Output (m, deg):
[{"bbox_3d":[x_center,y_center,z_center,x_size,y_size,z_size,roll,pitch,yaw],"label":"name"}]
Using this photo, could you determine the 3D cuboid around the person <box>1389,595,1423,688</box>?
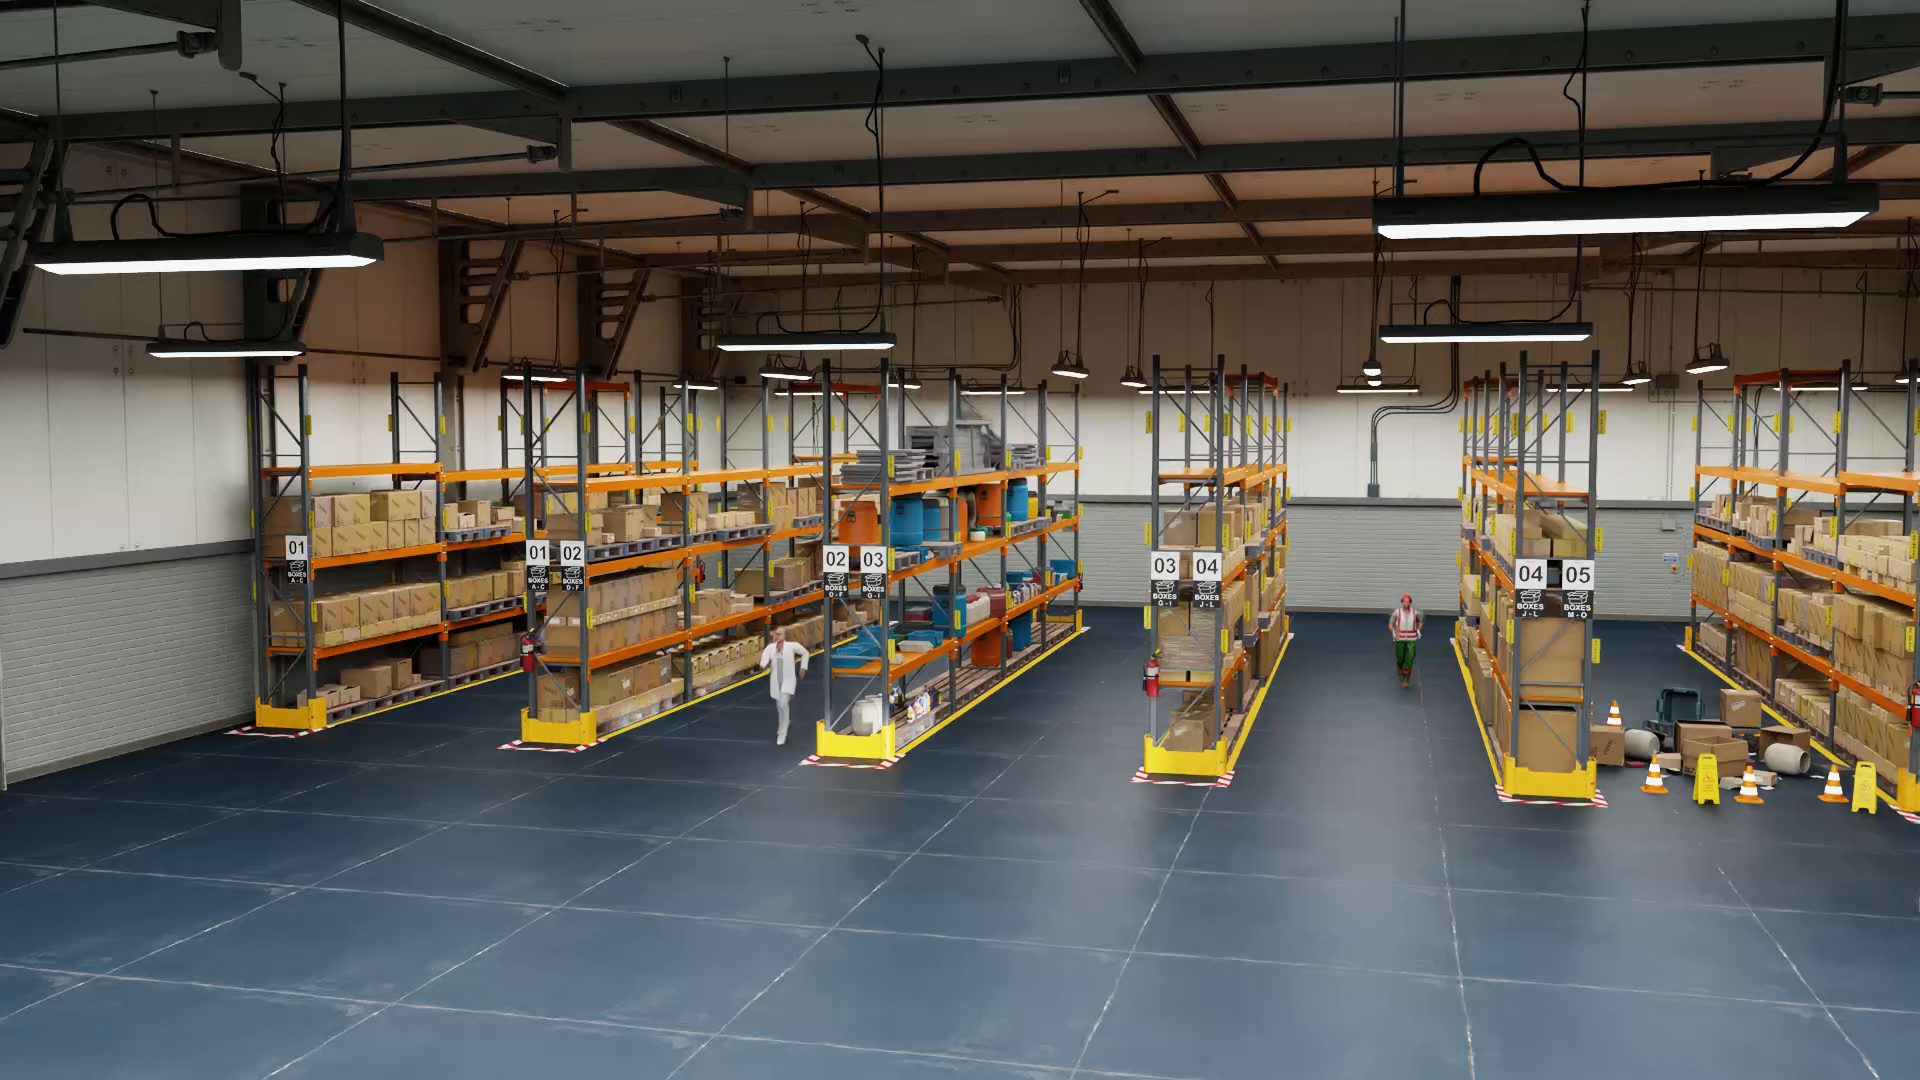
[{"bbox_3d":[8.574,1.923,31.941,0.653,1.758,0.818,1,4,10],"label":"person"}]

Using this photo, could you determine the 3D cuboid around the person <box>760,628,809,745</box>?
[{"bbox_3d":[-2.787,2.296,26.446,0.727,1.837,0.984,1,4,15],"label":"person"}]

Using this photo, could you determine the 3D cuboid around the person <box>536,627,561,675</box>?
[{"bbox_3d":[-7.243,2.122,29.482,0.608,1.647,0.861,1,4,9],"label":"person"}]
